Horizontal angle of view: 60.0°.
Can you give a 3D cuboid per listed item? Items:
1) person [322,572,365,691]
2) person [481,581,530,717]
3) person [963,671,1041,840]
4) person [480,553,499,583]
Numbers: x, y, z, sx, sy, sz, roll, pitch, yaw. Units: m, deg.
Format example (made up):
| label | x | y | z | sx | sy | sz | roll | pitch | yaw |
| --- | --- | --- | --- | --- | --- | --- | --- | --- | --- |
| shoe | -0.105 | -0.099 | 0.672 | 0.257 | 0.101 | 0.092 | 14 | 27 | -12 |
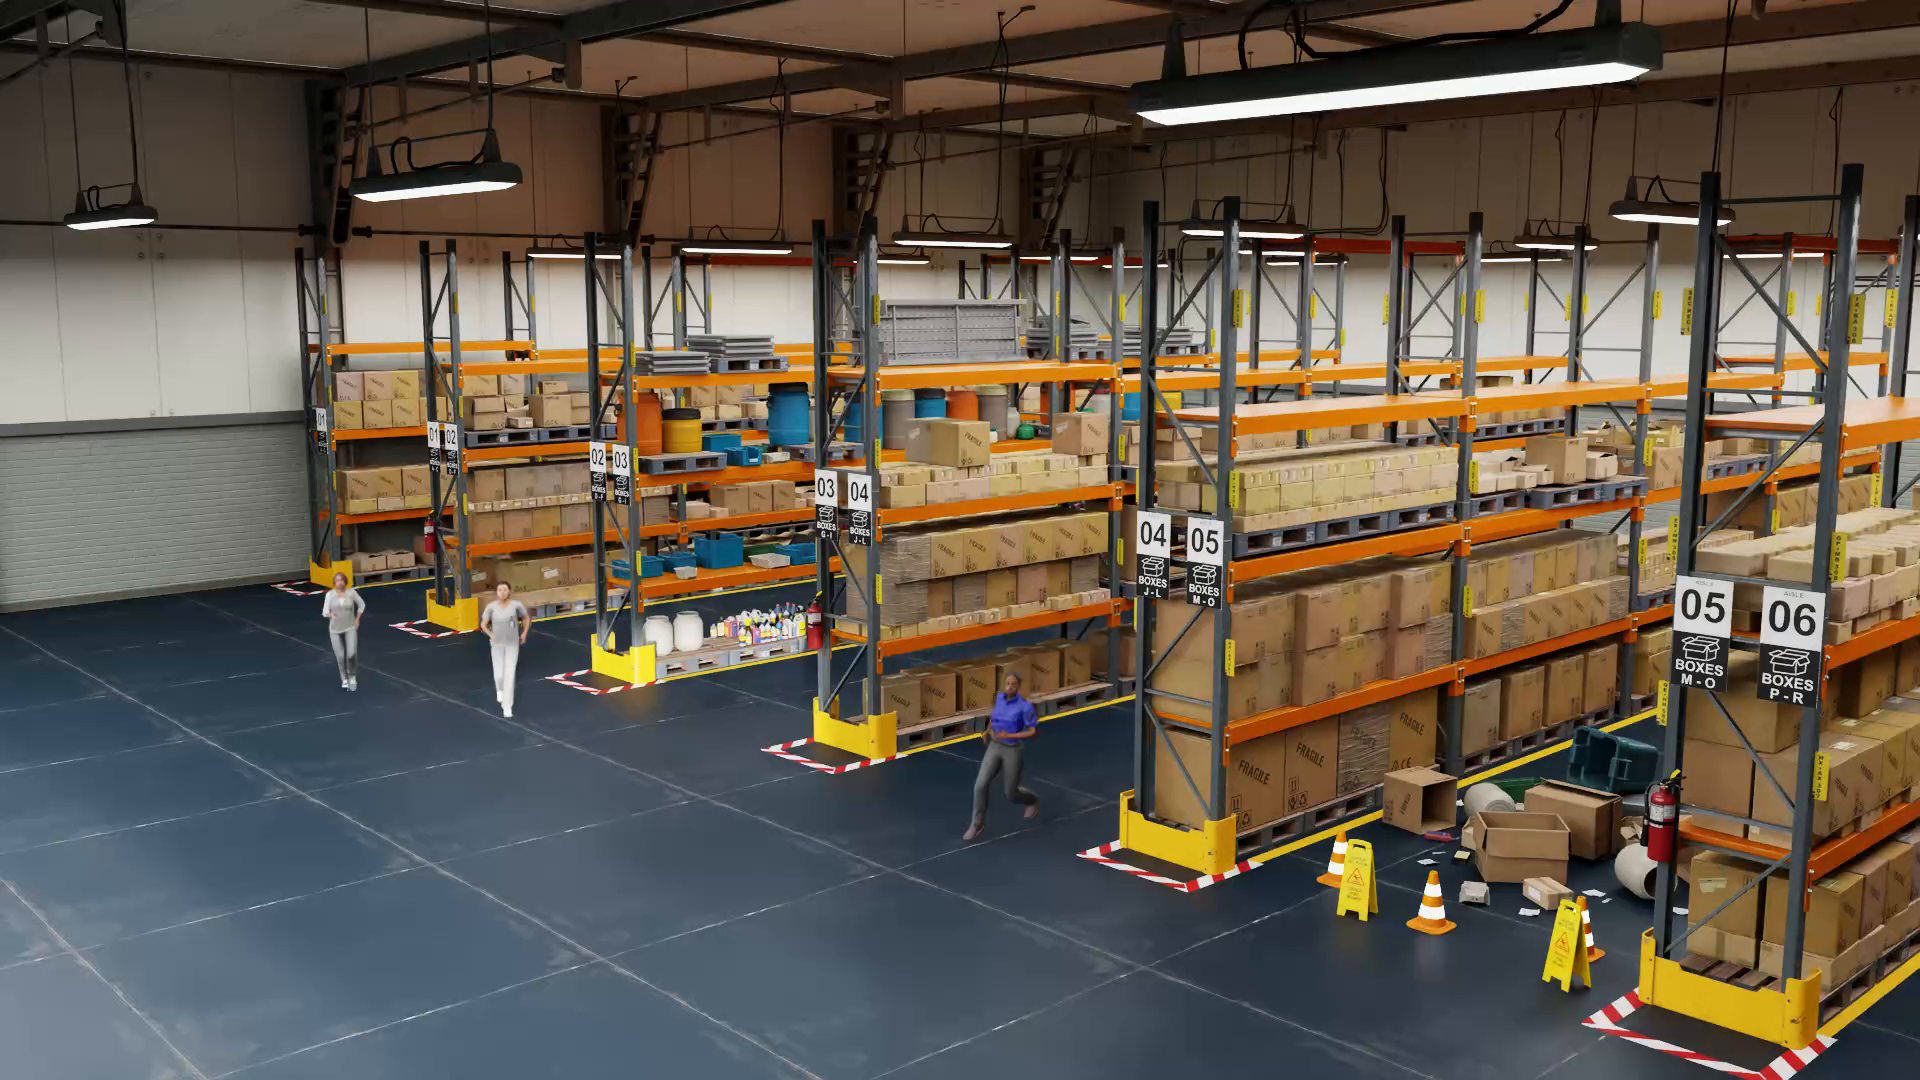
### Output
| label | x | y | z | sx | sy | sz | roll | pitch | yaw |
| --- | --- | --- | --- | --- | --- | --- | --- | --- | --- |
| person | -8.044 | 1.249 | 21.728 | 0.519 | 1.491 | 0.615 | -3 | 9 | -17 |
| person | -5.668 | 1.323 | 20.781 | 0.590 | 1.662 | 0.772 | -2 | 9 | -14 |
| person | 0.476 | 2.065 | 16.005 | 0.605 | 1.625 | 0.822 | 6 | 10 | 35 |
| person | -8.015 | 0.236 | 28.212 | 0.625 | 1.664 | 0.559 | 7 | 11 | 41 |
